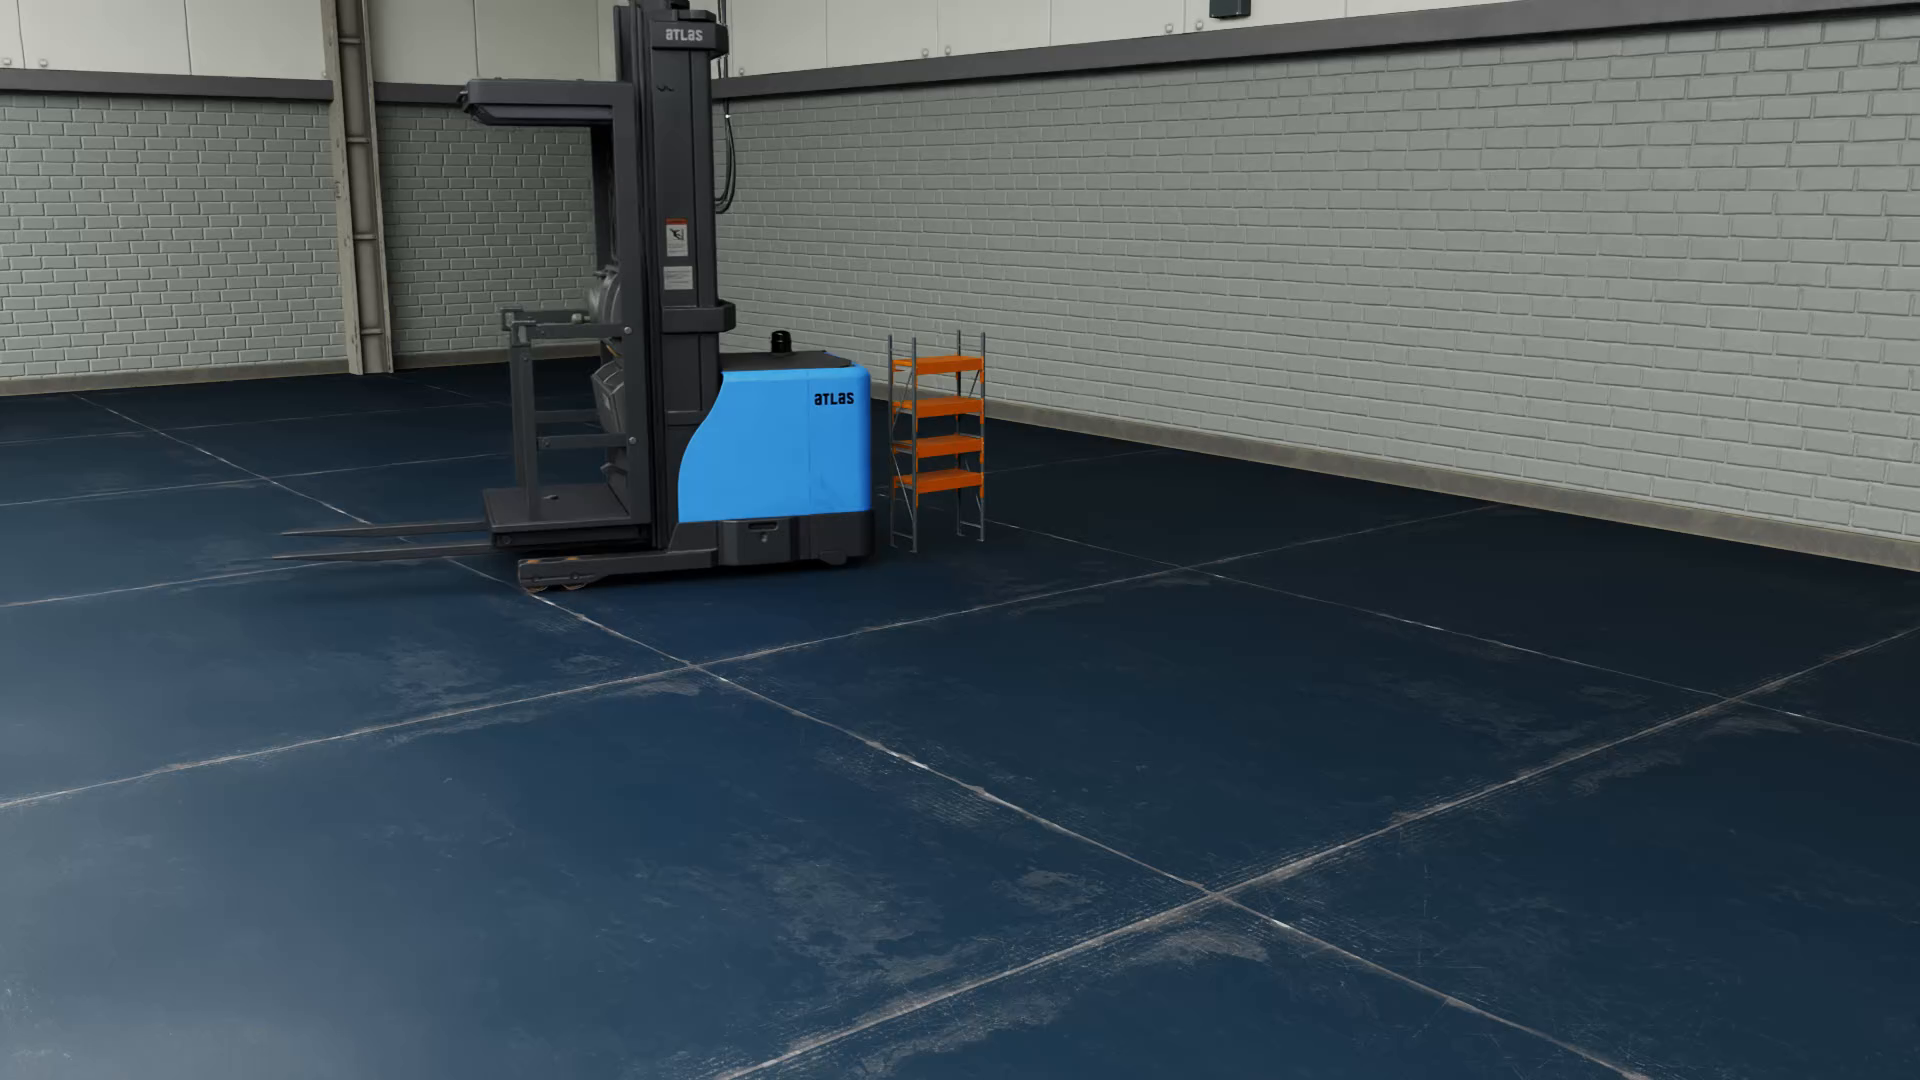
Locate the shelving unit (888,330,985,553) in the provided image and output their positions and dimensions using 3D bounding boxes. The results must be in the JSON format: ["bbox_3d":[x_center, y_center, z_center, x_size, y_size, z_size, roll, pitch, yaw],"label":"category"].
[{"bbox_3d":[-0.129,-0.565,9.403,0.503,1.200,0.258,-9,15,-38],"label":"shelving unit"}]

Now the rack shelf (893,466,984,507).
[{"bbox_3d":[-0.129,-0.305,9.458,0.480,0.148,0.258,-9,15,-38],"label":"rack shelf"}]

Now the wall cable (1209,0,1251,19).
[{"bbox_3d":[2.554,-6.540,10.576,0.169,6.003,2.305,-9,15,-38],"label":"wall cable"}]

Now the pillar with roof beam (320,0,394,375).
[{"bbox_3d":[-3.801,-5.552,14.112,0.400,9.000,9.100,-9,15,-38],"label":"pillar with roof beam"}]

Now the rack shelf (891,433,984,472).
[{"bbox_3d":[-0.129,-0.500,9.417,0.480,0.148,0.258,-9,15,-38],"label":"rack shelf"}]

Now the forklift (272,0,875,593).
[{"bbox_3d":[-2.034,-1.291,8.652,3.031,2.935,1.130,-4,13,-18],"label":"forklift"}]

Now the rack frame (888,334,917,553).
[{"bbox_3d":[-0.320,-0.534,9.254,0.015,1.200,0.240,-9,15,-38],"label":"rack frame"}]

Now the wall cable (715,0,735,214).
[{"bbox_3d":[-3.364,-4.899,18.513,0.112,2.526,3.097,-9,15,-38],"label":"wall cable"}]

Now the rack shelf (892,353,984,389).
[{"bbox_3d":[-0.129,-0.950,9.321,0.480,0.148,0.258,-9,15,-38],"label":"rack shelf"}]

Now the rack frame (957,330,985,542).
[{"bbox_3d":[0.061,-0.597,9.552,0.015,1.200,0.240,-9,15,-38],"label":"rack frame"}]

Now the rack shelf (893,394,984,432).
[{"bbox_3d":[-0.129,-0.718,9.371,0.480,0.148,0.258,-9,15,-38],"label":"rack shelf"}]
